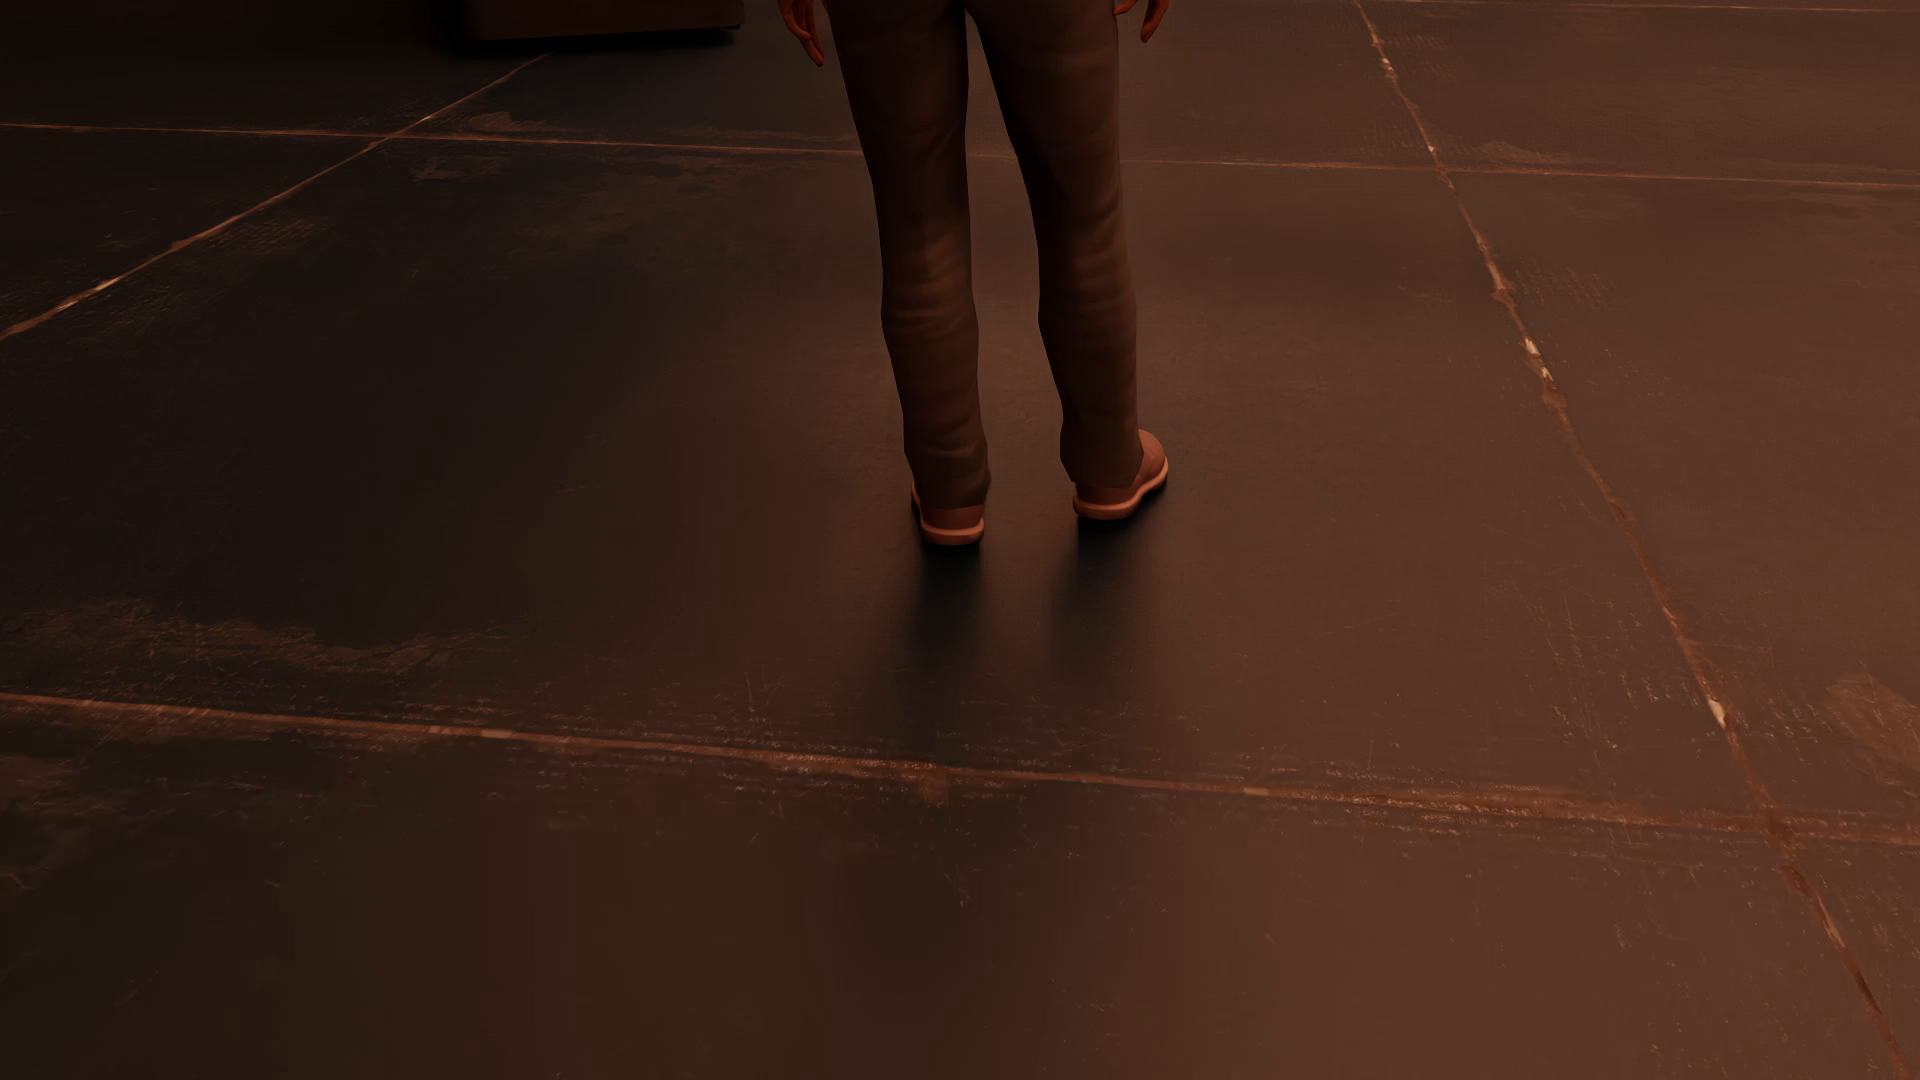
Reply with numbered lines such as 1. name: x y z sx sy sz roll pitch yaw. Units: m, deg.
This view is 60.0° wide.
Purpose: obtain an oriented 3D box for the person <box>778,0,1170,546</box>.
1. person: 0.032 -0.779 2.205 0.569 1.643 0.504 3 27 7

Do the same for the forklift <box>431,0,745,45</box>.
1. forklift: -1.764 -3.710 6.654 1.130 2.935 3.031 -9 28 -17
